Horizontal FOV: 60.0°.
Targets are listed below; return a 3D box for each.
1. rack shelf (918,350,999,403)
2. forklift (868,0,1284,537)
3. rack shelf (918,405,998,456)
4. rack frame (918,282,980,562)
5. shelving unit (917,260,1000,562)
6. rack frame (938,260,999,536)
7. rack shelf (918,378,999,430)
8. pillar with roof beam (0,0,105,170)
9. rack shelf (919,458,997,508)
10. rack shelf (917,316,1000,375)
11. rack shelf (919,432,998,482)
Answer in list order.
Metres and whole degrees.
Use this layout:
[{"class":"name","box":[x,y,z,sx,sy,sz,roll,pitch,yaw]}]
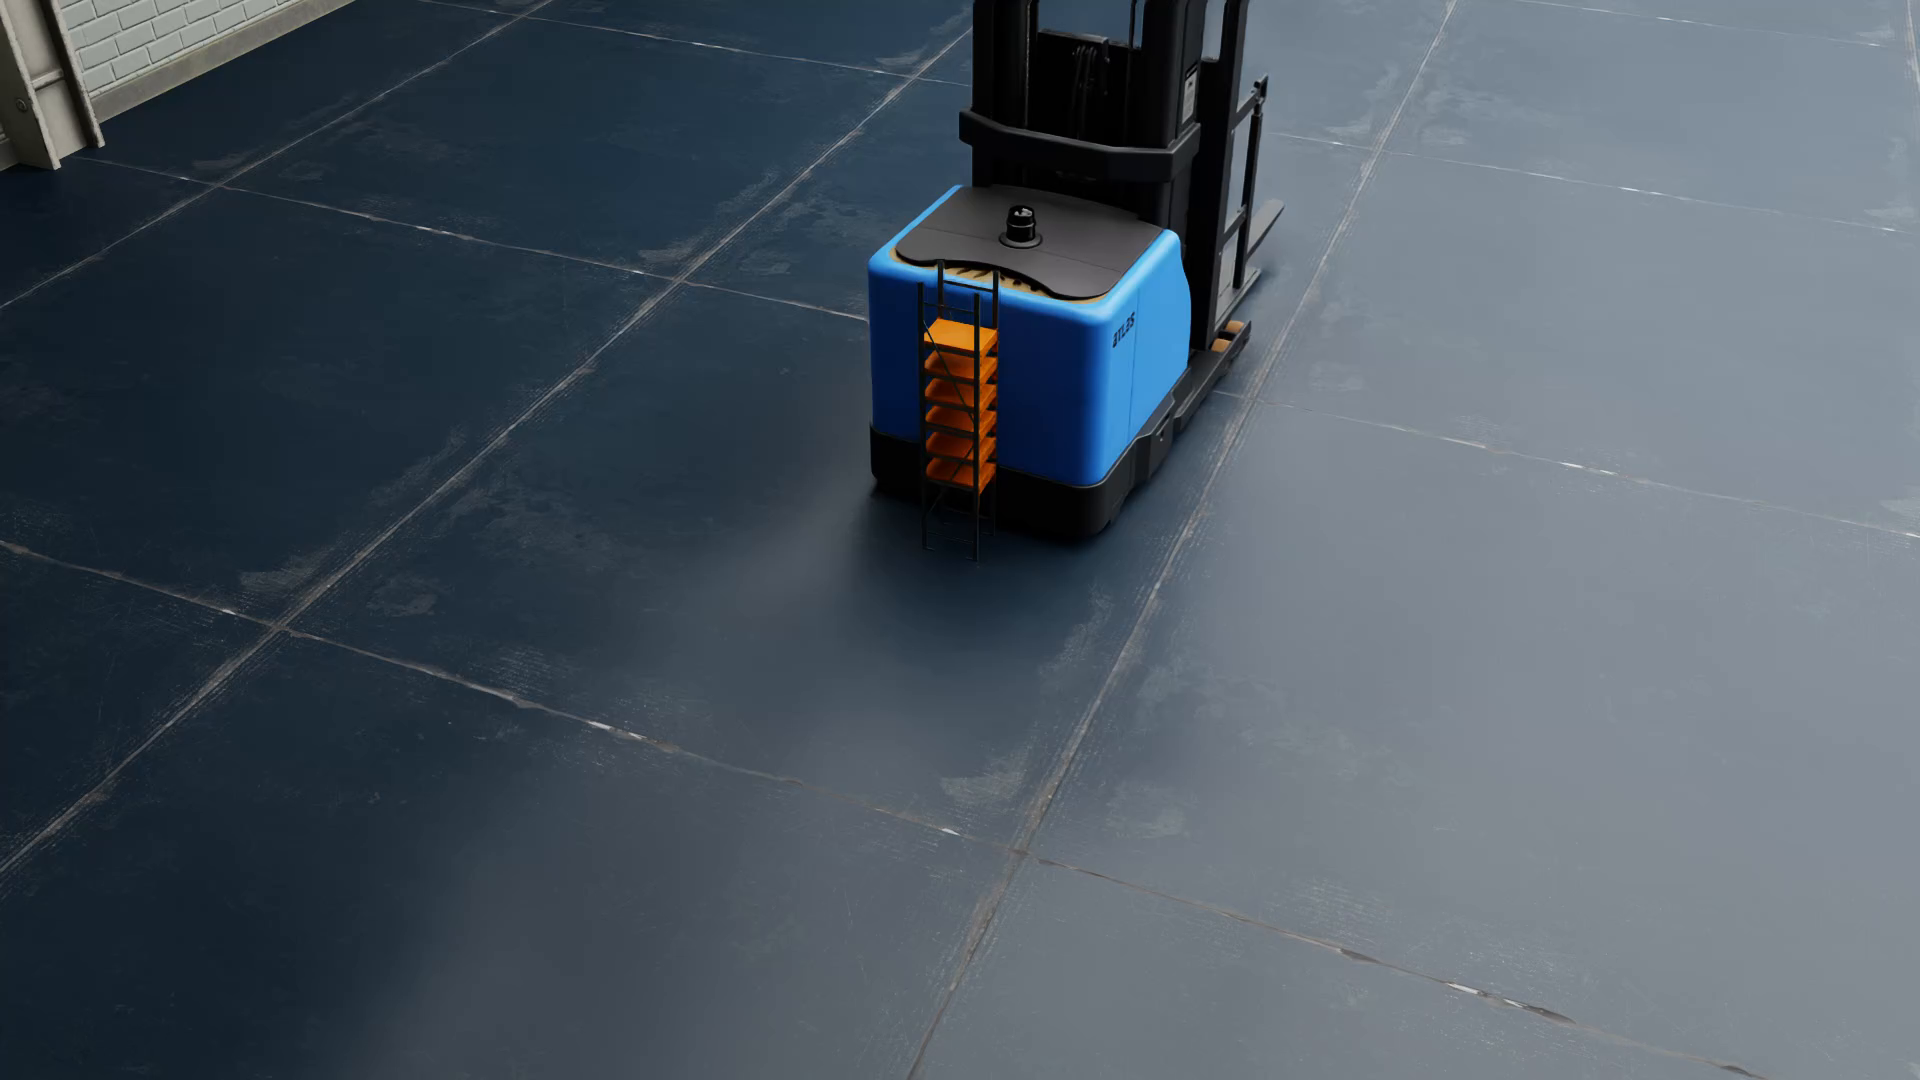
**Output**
[{"class":"rack shelf","box":[-0.006,-0.629,6.263,0.258,0.103,0.180,14,39,18]},{"class":"forklift","box":[0.733,-2.057,7.054,1.130,2.935,3.031,17,40,21]},{"class":"rack shelf","box":[-0.006,-0.437,6.407,0.258,0.103,0.180,14,39,18]},{"class":"rack frame","box":[-0.040,-0.422,6.312,0.240,1.200,0.006,14,39,18]},{"class":"shelving unit","box":[-0.006,-0.473,6.380,0.258,1.200,0.189,14,39,18]},{"class":"rack frame","box":[0.029,-0.523,6.448,0.240,1.200,0.006,14,39,18]},{"class":"rack shelf","box":[-0.006,-0.533,6.335,0.258,0.103,0.180,14,39,18]},{"class":"pillar with roof beam","box":[-1.322,-4.906,5.798,9.100,9.000,0.400,14,39,18]},{"class":"rack shelf","box":[-0.006,-0.245,6.550,0.258,0.103,0.180,14,39,18]},{"class":"rack shelf","box":[-0.006,-0.725,6.191,0.258,0.103,0.180,14,39,18]},{"class":"rack shelf","box":[-0.006,-0.341,6.479,0.258,0.103,0.180,14,39,18]}]
